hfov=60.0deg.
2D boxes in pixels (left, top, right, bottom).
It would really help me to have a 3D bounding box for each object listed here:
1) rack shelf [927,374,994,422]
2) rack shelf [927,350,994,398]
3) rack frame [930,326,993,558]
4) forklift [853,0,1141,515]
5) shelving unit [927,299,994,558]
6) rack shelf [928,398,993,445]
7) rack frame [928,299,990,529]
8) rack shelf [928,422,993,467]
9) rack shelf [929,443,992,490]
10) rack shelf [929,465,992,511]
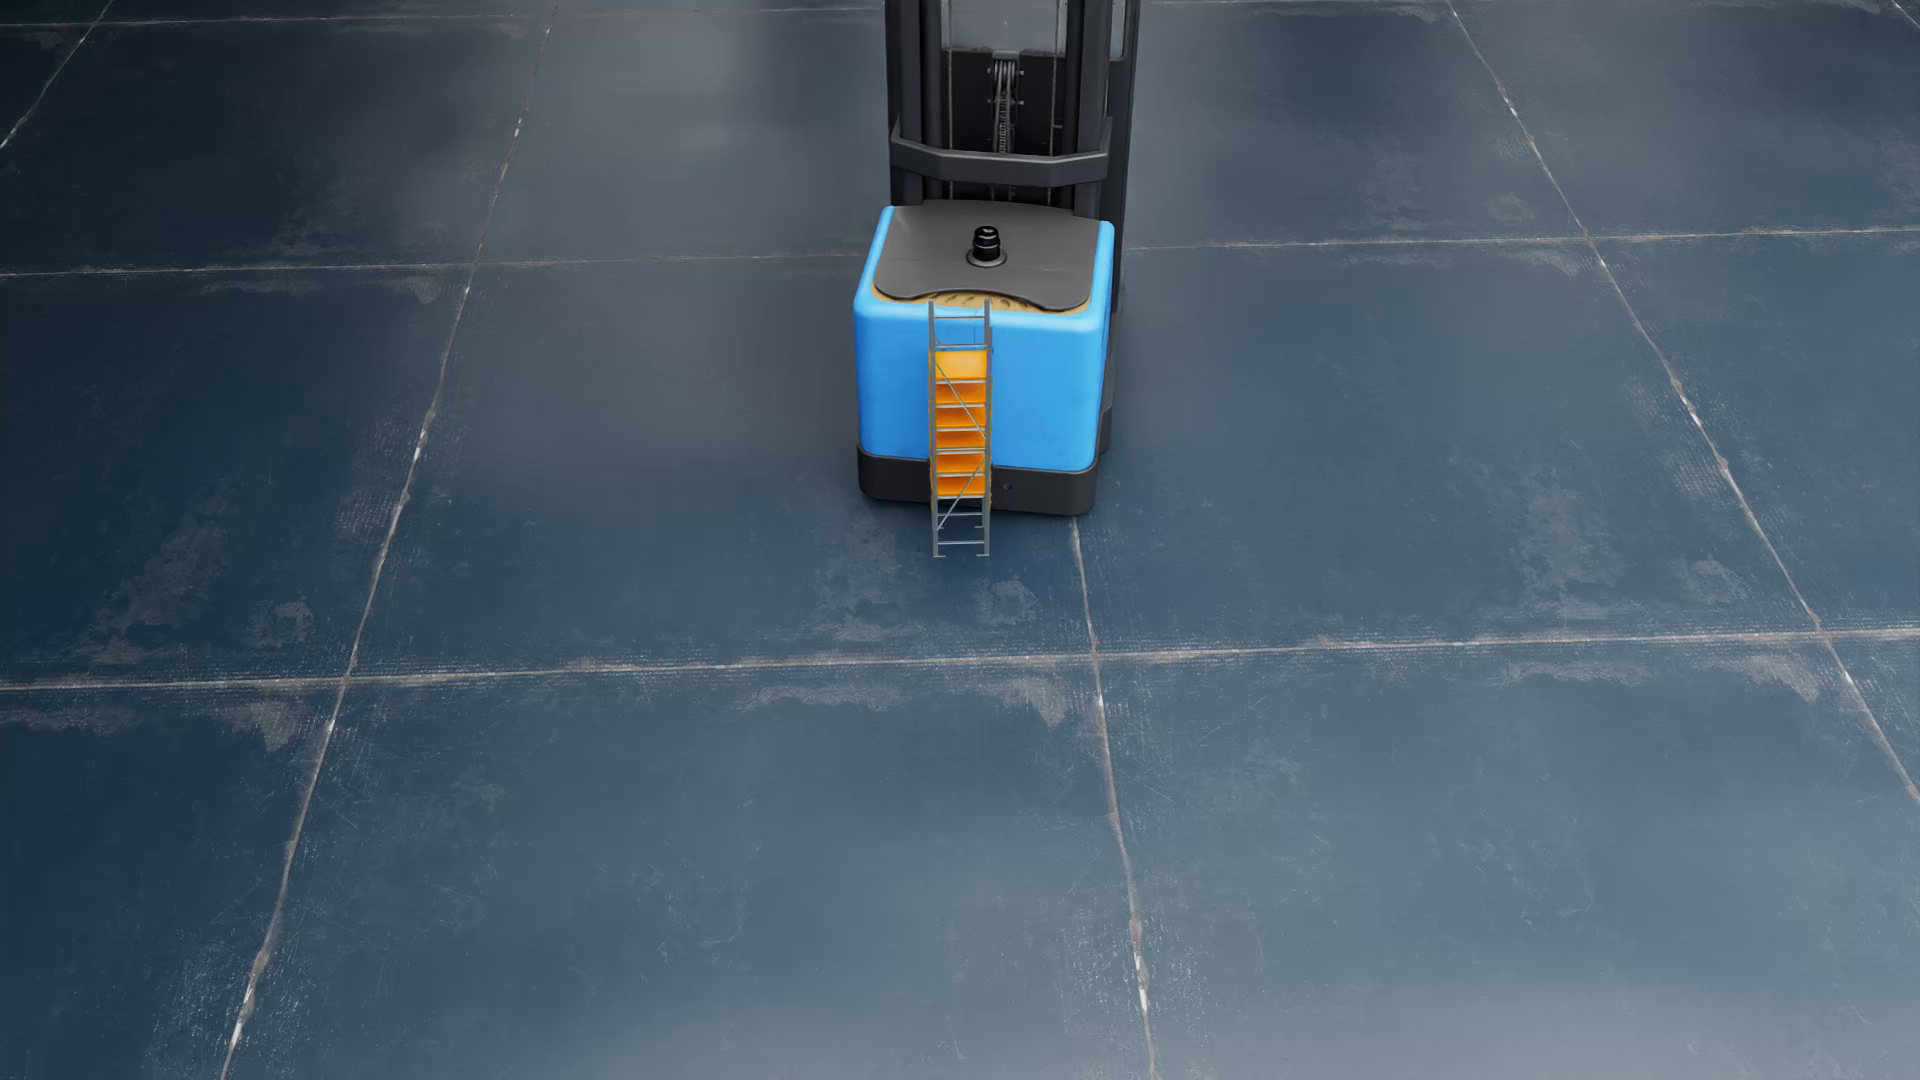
[{"bbox_3d":[0.001,-0.577,6.702,0.258,0.103,0.180,-2,43,-2],"label":"rack shelf"},{"bbox_3d":[0.001,-0.665,6.621,0.258,0.103,0.180,-2,43,-2],"label":"rack shelf"},{"bbox_3d":[0.005,-0.371,6.767,0.240,1.200,0.006,-2,43,-2],"label":"rack frame"},{"bbox_3d":[0.255,-2.186,7.466,1.130,2.935,3.031,5,43,6],"label":"forklift"},{"bbox_3d":[0.001,-0.433,6.834,0.258,1.200,0.189,-2,43,-2],"label":"shelving unit"},{"bbox_3d":[0.001,-0.488,6.783,0.258,0.103,0.180,-2,43,-2],"label":"rack shelf"},{"bbox_3d":[-0.003,-0.494,6.901,0.240,1.200,0.006,-2,43,-2],"label":"rack frame"},{"bbox_3d":[0.001,-0.400,6.864,0.258,0.103,0.180,-2,43,-2],"label":"rack shelf"},{"bbox_3d":[0.001,-0.311,6.945,0.258,0.103,0.180,-2,43,-2],"label":"rack shelf"},{"bbox_3d":[0.001,-0.223,7.026,0.258,0.103,0.180,-2,43,-2],"label":"rack shelf"}]
